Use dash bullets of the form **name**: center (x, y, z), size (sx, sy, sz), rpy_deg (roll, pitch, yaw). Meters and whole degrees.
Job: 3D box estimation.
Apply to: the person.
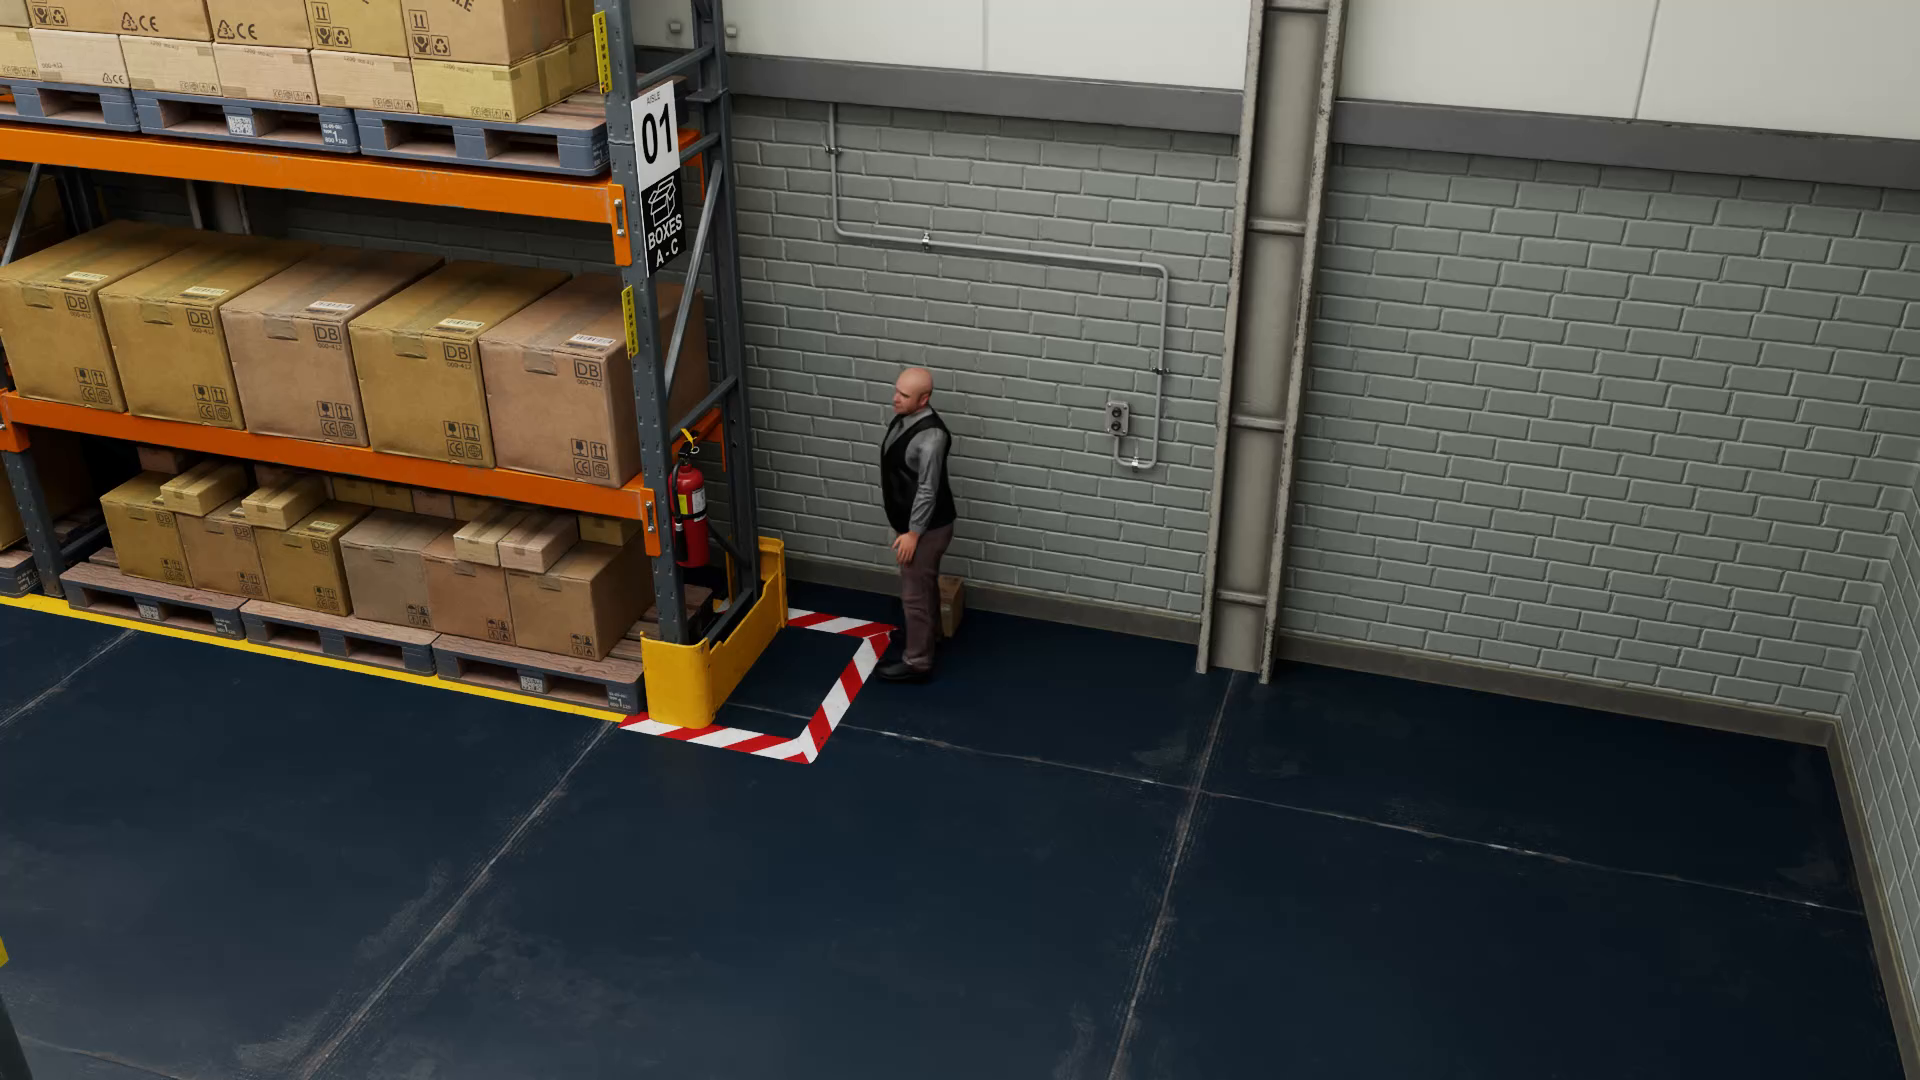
- **person**: center (-0.271, -0.092, 8.644), size (0.462, 1.729, 0.567), rpy_deg (-7, 30, -12)
